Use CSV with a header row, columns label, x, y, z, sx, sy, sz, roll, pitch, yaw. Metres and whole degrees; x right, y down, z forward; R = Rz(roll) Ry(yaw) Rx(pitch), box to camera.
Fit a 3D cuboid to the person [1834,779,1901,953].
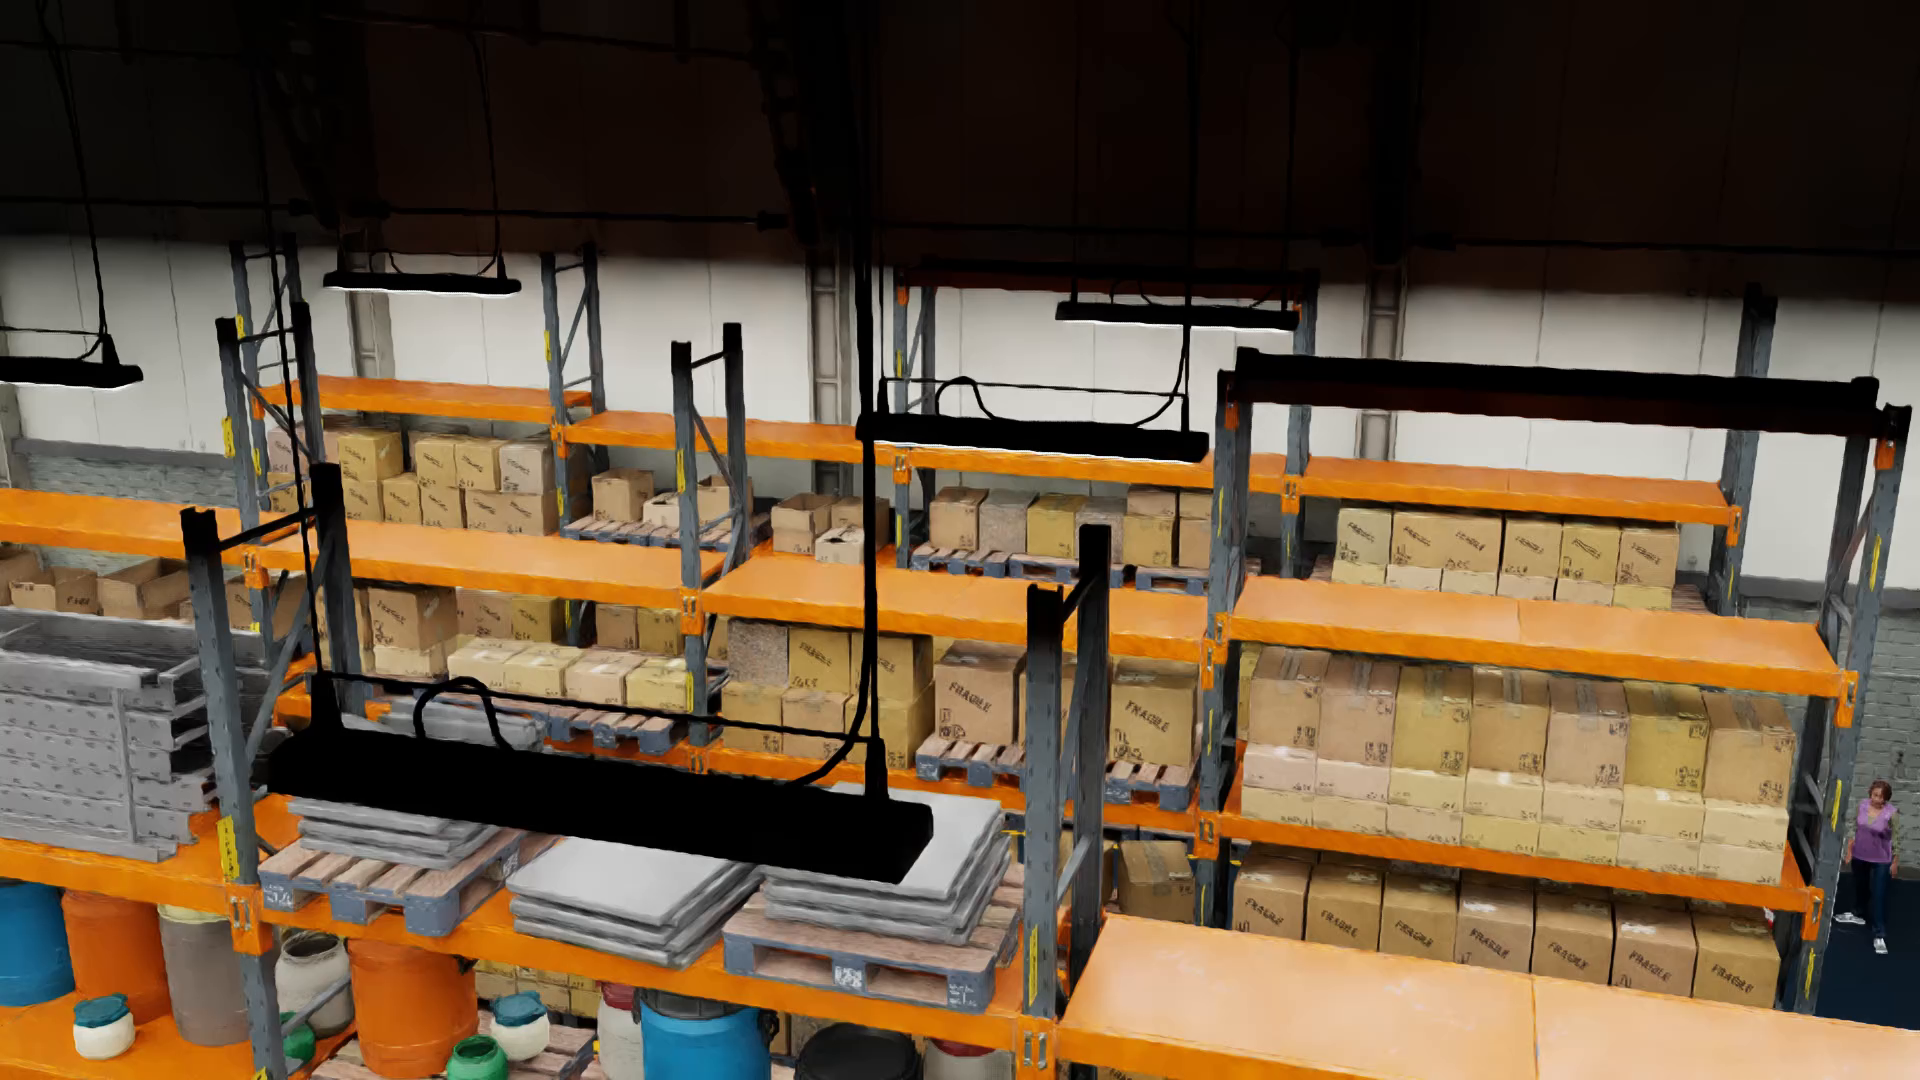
label,x,y,z,sx,sy,sz,roll,pitch,yaw
person,8.524,2.979,15.512,0.531,1.588,0.621,-11,20,-34
